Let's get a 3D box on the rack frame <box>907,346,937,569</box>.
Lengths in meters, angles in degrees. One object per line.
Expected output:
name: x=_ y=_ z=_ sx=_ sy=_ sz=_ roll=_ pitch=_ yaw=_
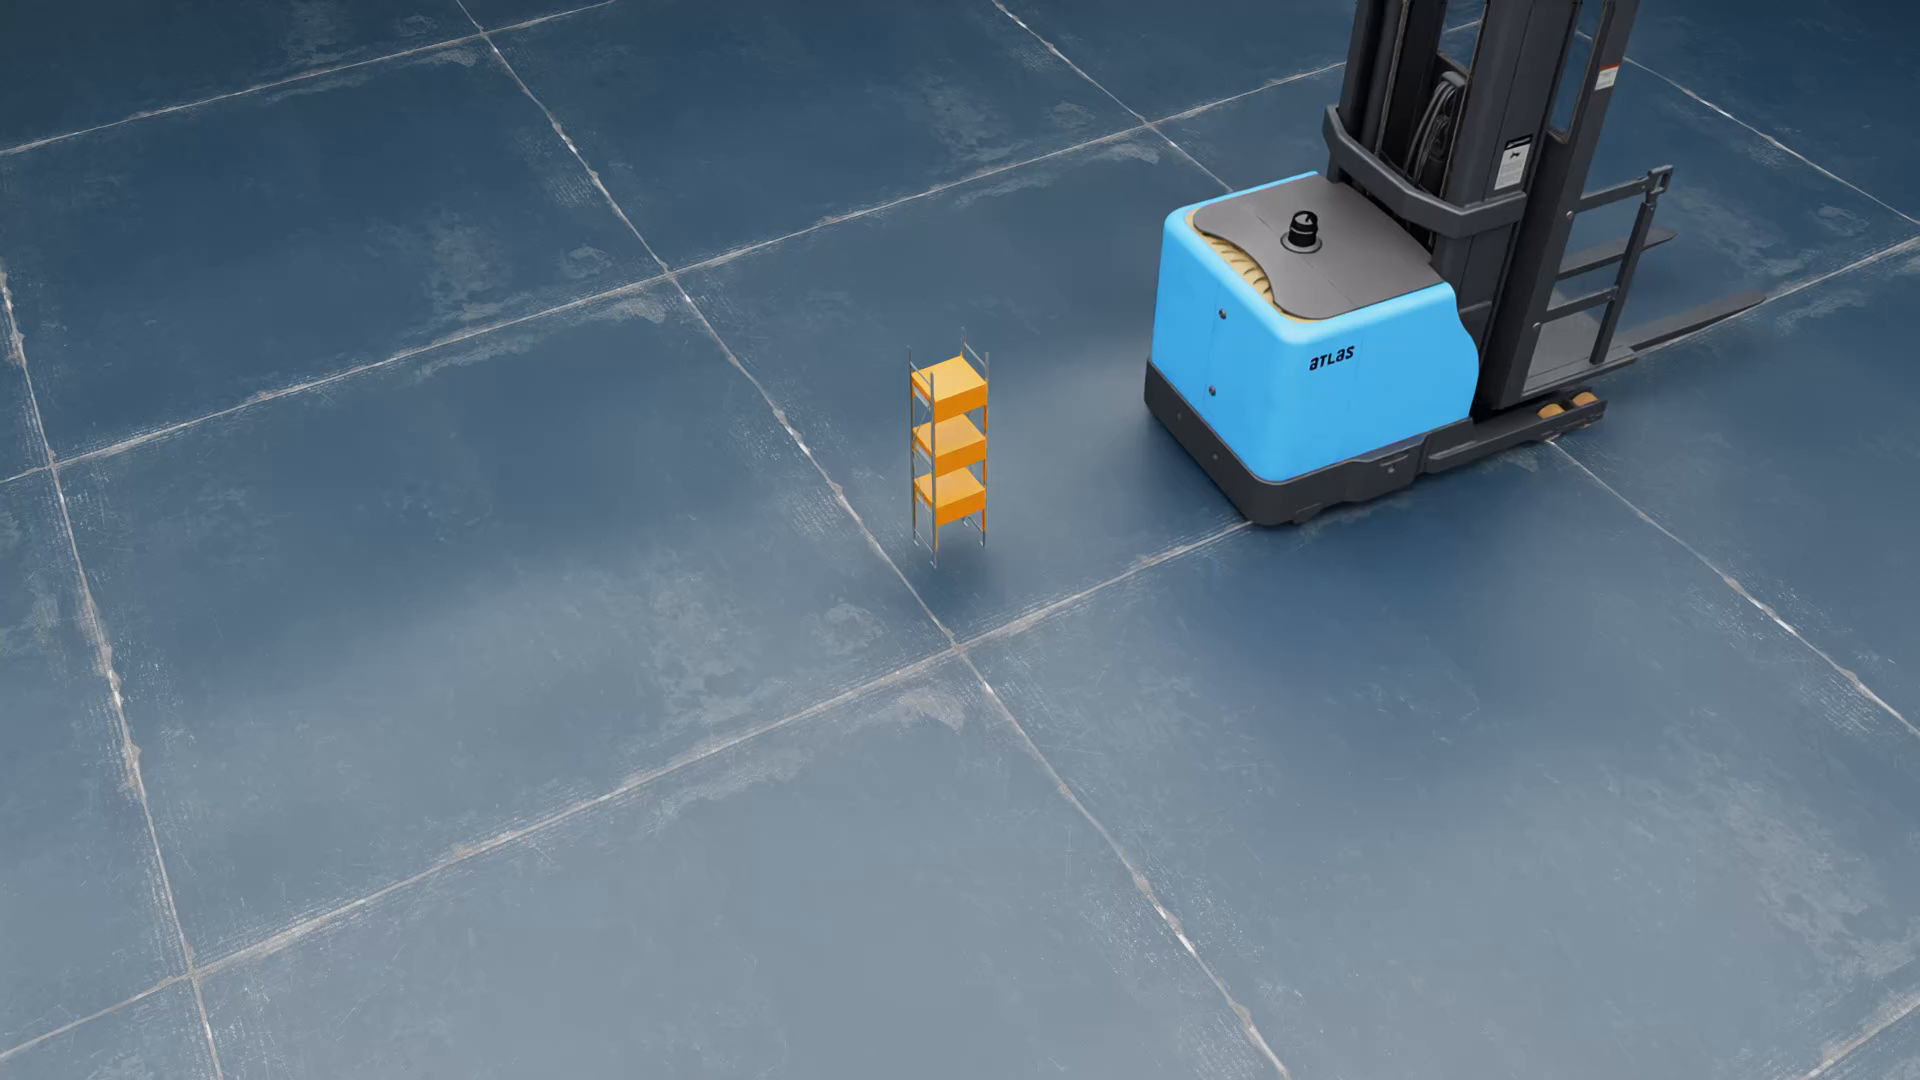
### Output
rack frame: x=-0.152 y=-0.316 z=6.751 sx=0.008 sy=1.050 sz=0.200 roll=-22 pitch=48 yaw=-21

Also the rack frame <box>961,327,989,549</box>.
rack frame: x=0.059 y=-0.401 z=6.838 sx=0.008 sy=1.050 sz=0.200 roll=-22 pitch=48 yaw=-21

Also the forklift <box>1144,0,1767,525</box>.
forklift: x=2.413 y=-1.824 z=6.955 sx=3.031 sy=2.935 sz=1.130 roll=-19 pitch=47 yaw=-18

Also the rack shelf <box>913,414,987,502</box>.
rack shelf: x=-0.046 y=-0.351 z=6.802 sx=0.240 sy=0.259 sz=0.215 roll=-22 pitch=48 yaw=-21

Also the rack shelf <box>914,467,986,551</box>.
rack shelf: x=-0.046 y=-0.151 z=6.996 sx=0.240 sy=0.259 sz=0.215 roll=-22 pitch=48 yaw=-21

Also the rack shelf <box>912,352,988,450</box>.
rack shelf: x=-0.046 y=-0.554 z=6.604 sx=0.240 sy=0.259 sz=0.215 roll=-22 pitch=48 yaw=-21

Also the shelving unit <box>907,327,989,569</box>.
shelving unit: x=-0.046 y=-0.358 z=6.795 sx=0.252 sy=1.050 sz=0.215 roll=-22 pitch=48 yaw=-21
